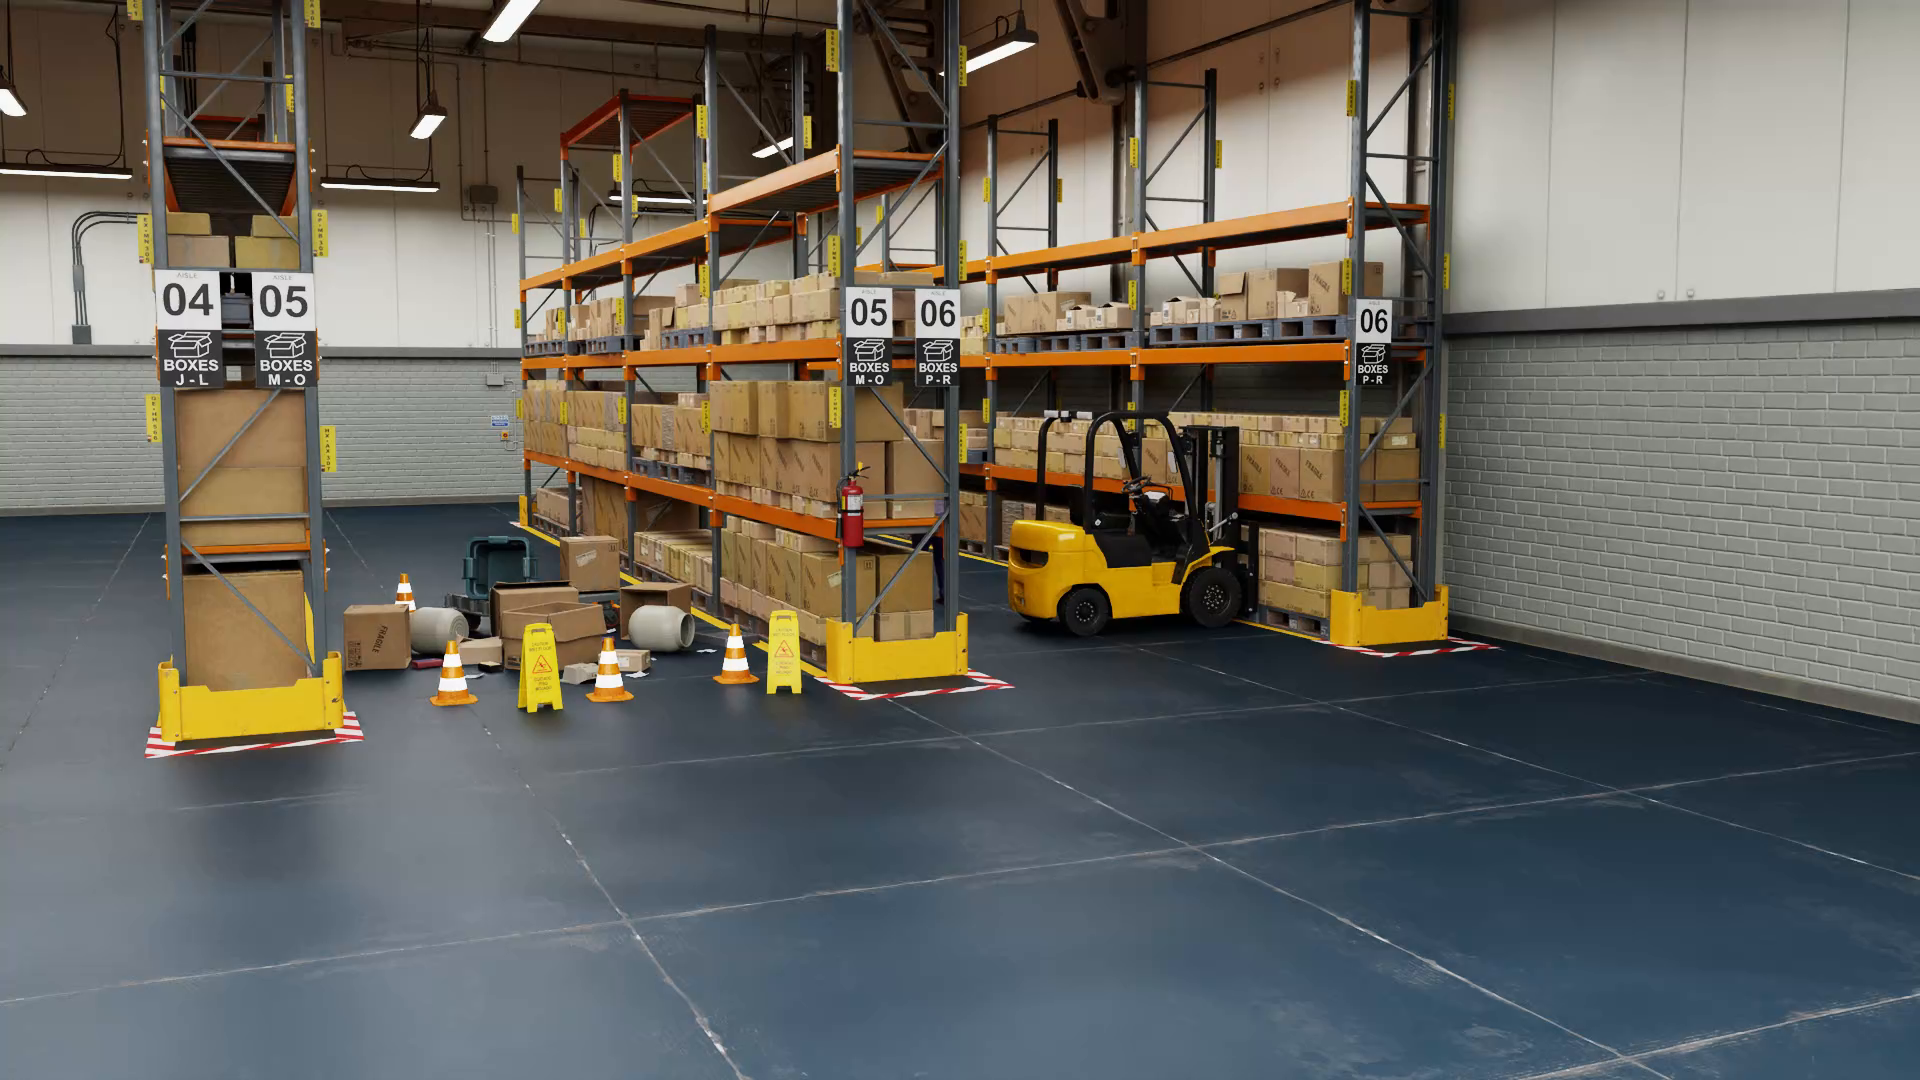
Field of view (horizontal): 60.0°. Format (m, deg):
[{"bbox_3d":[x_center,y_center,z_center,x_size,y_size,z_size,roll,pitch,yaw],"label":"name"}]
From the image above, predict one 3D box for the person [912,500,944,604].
[{"bbox_3d":[-0.342,-0.120,18.269,0.498,1.656,0.450,-3,6,-24],"label":"person"}]
